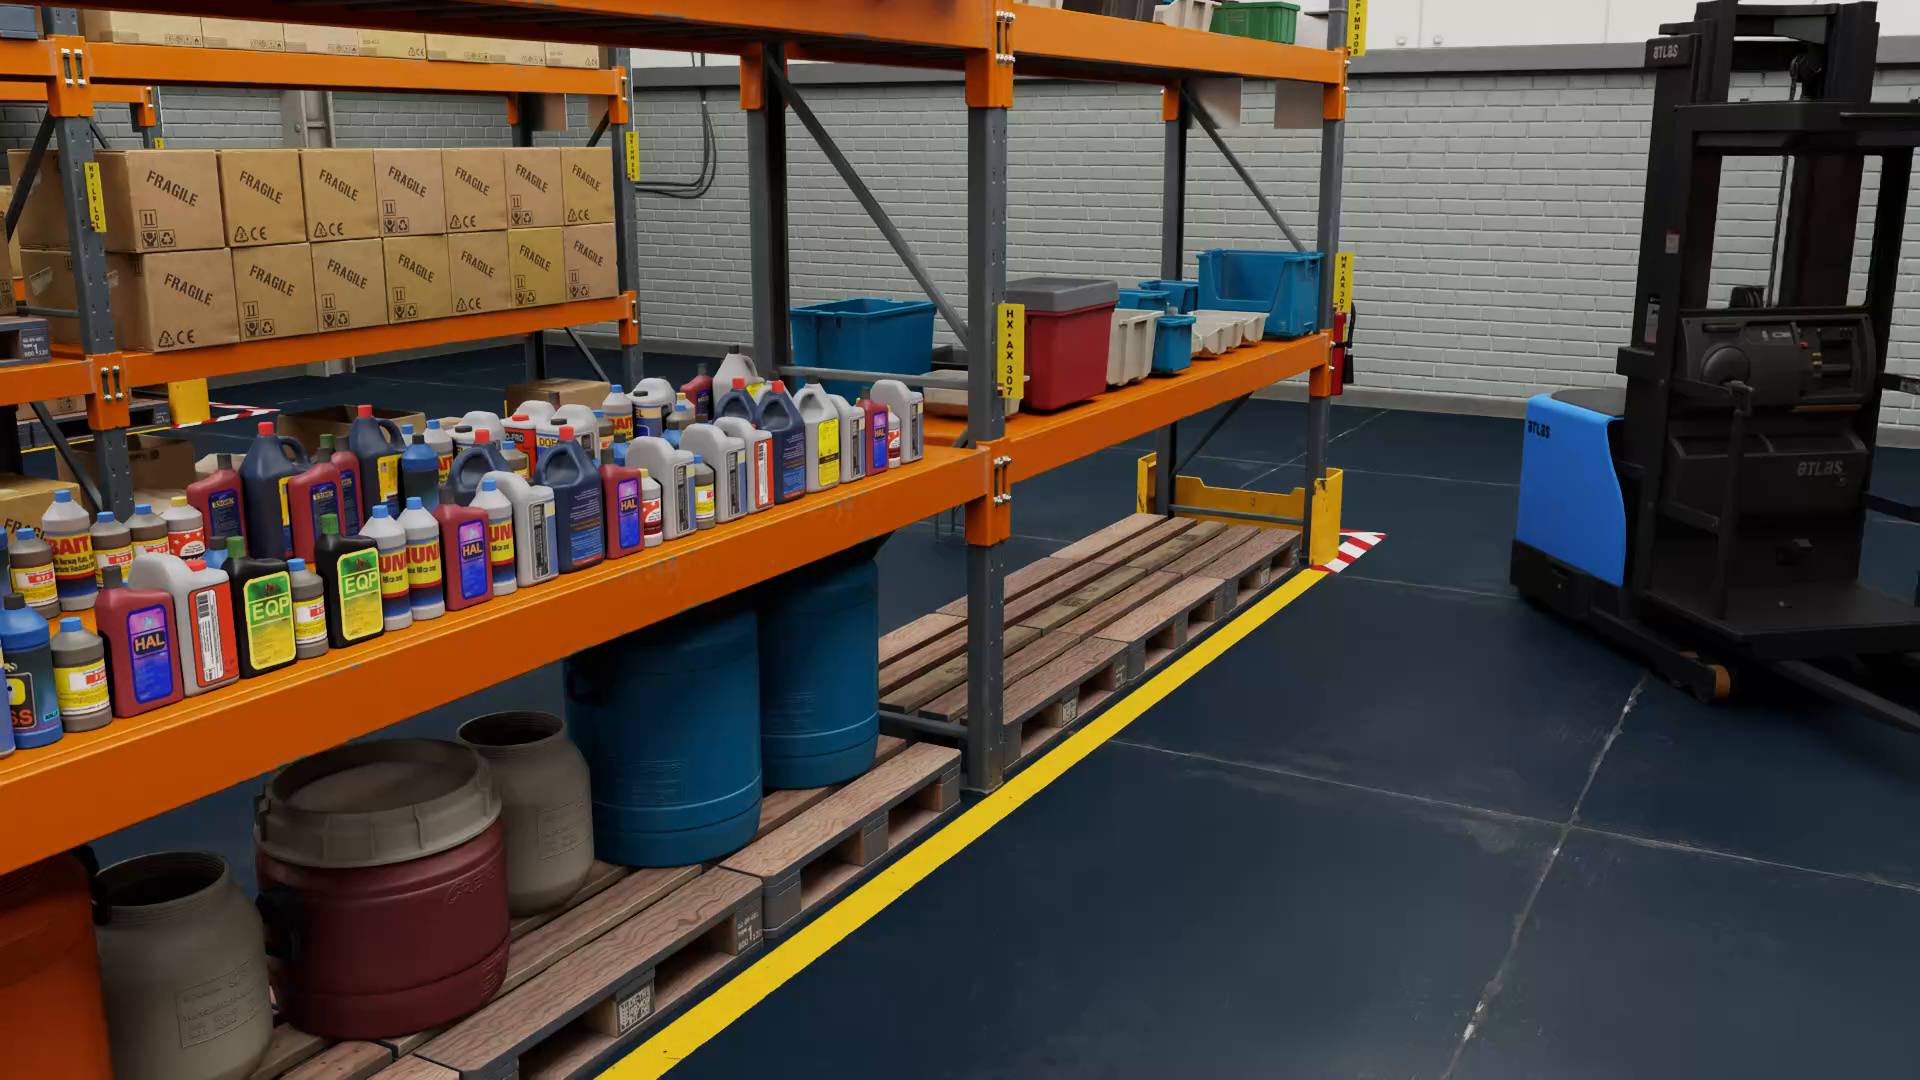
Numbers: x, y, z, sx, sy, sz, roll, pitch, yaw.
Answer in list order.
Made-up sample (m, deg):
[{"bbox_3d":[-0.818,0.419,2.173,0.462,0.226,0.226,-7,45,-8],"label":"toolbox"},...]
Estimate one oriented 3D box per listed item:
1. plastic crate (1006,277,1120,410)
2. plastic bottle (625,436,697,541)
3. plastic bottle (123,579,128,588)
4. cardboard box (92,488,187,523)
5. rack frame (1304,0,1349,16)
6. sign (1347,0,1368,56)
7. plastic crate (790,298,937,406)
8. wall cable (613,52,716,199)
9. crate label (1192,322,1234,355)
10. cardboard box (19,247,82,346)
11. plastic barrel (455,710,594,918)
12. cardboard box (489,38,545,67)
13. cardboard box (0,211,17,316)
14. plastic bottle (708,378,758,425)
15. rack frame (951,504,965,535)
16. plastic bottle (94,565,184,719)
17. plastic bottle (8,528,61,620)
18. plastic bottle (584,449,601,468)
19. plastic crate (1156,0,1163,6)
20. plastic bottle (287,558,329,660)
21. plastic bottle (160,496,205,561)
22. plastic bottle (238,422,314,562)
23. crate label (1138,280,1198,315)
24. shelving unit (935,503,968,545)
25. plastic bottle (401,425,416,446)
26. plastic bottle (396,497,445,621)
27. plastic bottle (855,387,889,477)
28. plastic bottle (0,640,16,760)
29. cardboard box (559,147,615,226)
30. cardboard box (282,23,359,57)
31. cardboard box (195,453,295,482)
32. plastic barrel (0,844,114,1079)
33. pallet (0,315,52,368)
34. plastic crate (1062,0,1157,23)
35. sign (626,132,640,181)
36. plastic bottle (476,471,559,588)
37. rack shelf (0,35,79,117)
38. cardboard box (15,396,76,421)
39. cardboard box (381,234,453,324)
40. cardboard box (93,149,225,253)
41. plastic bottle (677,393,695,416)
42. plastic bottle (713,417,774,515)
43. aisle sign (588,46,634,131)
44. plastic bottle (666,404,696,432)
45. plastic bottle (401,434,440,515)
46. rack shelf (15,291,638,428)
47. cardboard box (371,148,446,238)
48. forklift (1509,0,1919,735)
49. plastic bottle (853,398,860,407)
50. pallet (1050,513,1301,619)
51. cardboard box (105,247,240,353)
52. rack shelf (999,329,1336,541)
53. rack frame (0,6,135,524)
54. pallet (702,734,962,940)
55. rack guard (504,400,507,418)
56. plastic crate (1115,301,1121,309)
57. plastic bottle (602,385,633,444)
[{"bbox_3d":[0.346,-0.797,6.674,0.402,0.464,0.583,7,15,28],"label":"plastic crate"},{"bbox_3d":[-0.811,-0.150,4.522,0.152,0.276,0.135,7,15,28],"label":"plastic bottle"},{"bbox_3d":[-1.642,0.178,3.319,0.097,0.201,0.097,0,14,0],"label":"plastic bottle"},{"bbox_3d":[-4.248,-0.112,8.897,0.500,0.311,0.500,7,15,28],"label":"cardboard box"},{"bbox_3d":[1.628,-4.319,8.748,1.000,3.000,0.127,7,15,28],"label":"rack frame"},{"bbox_3d":[2.118,-2.751,8.867,0.100,0.325,0.005,7,15,28],"label":"sign"},{"bbox_3d":[-0.378,-0.738,6.599,0.392,0.384,0.575,7,15,28],"label":"plastic crate"},{"bbox_3d":[-3.997,-5.052,18.413,3.097,2.526,0.112,7,15,28],"label":"wall cable"},{"bbox_3d":[1.126,-0.998,8.207,0.396,0.136,0.243,7,15,28],"label":"crate label"},{"bbox_3d":[-4.623,-1.324,8.912,0.500,0.500,0.500,8,16,29],"label":"cardboard box"},{"bbox_3d":[-1.277,0.784,4.793,0.421,0.512,0.421,0,14,0],"label":"plastic barrel"},{"bbox_3d":[-2.975,-3.113,10.466,0.500,0.250,0.500,7,15,28],"label":"cardboard box"},{"bbox_3d":[-5.065,-1.325,8.019,0.700,0.500,0.500,2,14,9],"label":"cardboard box"},{"bbox_3d":[-0.679,-0.311,5.027,0.144,0.351,0.185,7,15,28],"label":"plastic bottle"},{"bbox_3d":[0.053,-0.460,10.022,0.240,0.900,0.006,7,15,28],"label":"rack frame"},{"bbox_3d":[-1.548,0.181,3.131,0.061,0.283,0.133,7,15,28],"label":"plastic bottle"},{"bbox_3d":[-2.093,0.075,3.745,0.097,0.201,0.097,0,14,0],"label":"plastic bottle"},{"bbox_3d":[-0.961,-0.101,4.326,0.097,0.271,0.097,0,14,0],"label":"plastic bottle"},{"bbox_3d":[0.649,-2.548,7.936,0.504,0.338,0.767,7,15,28],"label":"plastic crate"},{"bbox_3d":[-1.379,0.140,3.475,0.097,0.201,0.097,0,14,0],"label":"plastic bottle"},{"bbox_3d":[-1.904,-0.005,4.077,0.097,0.201,0.097,0,14,0],"label":"plastic bottle"},{"bbox_3d":[-1.751,-0.131,4.282,0.144,0.351,0.185,7,15,28],"label":"plastic bottle"},{"bbox_3d":[1.221,-1.337,9.408,0.416,0.233,0.303,7,15,28],"label":"crate label"},{"bbox_3d":[0.004,-0.439,9.935,0.258,0.900,0.210,7,15,28],"label":"shelving unit"},{"bbox_3d":[-1.550,-0.189,4.693,0.097,0.271,0.097,0,14,0],"label":"plastic bottle"},{"bbox_3d":[-1.220,0.039,3.746,0.097,0.271,0.097,0,14,0],"label":"plastic bottle"},{"bbox_3d":[-0.285,-0.355,5.355,0.061,0.283,0.133,7,15,28],"label":"plastic bottle"},{"bbox_3d":[-1.747,0.247,2.874,0.152,0.276,0.135,7,15,28],"label":"plastic bottle"},{"bbox_3d":[-2.681,-2.377,11.145,0.500,0.500,0.500,7,15,28],"label":"cardboard box"},{"bbox_3d":[-3.700,-2.805,9.190,0.500,0.250,0.500,7,15,28],"label":"cardboard box"},{"bbox_3d":[-4.250,-0.353,9.898,0.500,0.311,0.500,7,15,28],"label":"cardboard box"},{"bbox_3d":[-2.018,0.987,3.272,0.600,0.830,0.708,7,15,28],"label":"plastic barrel"},{"bbox_3d":[-5.122,-0.899,7.772,1.003,0.211,1.213,7,15,28],"label":"pallet"},{"bbox_3d":[0.535,-2.200,6.639,0.497,0.269,0.590,7,15,28],"label":"plastic crate"},{"bbox_3d":[-2.230,-2.614,11.331,0.100,0.325,0.005,7,15,28],"label":"sign"},{"bbox_3d":[-1.077,-0.038,4.054,0.152,0.276,0.135,7,15,28],"label":"plastic bottle"},{"bbox_3d":[-5.607,-1.842,6.409,1.077,0.370,4.000,7,15,28],"label":"rack shelf"},{"bbox_3d":[-7.537,-1.256,13.282,0.700,0.500,0.500,7,15,28],"label":"cardboard box"},{"bbox_3d":[-3.422,-1.578,9.967,0.500,0.500,0.500,7,15,27],"label":"cardboard box"},{"bbox_3d":[-4.166,-1.743,8.518,0.500,0.500,0.500,8,16,29],"label":"cardboard box"},{"bbox_3d":[-0.961,-0.405,5.738,0.097,0.201,0.097,0,14,0],"label":"plastic bottle"},{"bbox_3d":[-0.634,-0.226,4.834,0.152,0.276,0.135,7,15,28],"label":"plastic bottle"},{"bbox_3d":[-2.405,-3.208,11.391,0.394,0.787,0.004,7,15,28],"label":"aisle sign"},{"bbox_3d":[-0.922,-0.348,5.501,0.097,0.201,0.097,0,14,0],"label":"plastic bottle"},{"bbox_3d":[-1.470,-0.153,4.542,0.097,0.271,0.097,0,14,0],"label":"plastic bottle"},{"bbox_3d":[-3.673,-1.204,10.164,1.077,0.370,4.000,7,15,28],"label":"rack shelf"},{"bbox_3d":[-3.419,-2.061,9.834,0.500,0.500,0.500,8,16,30],"label":"cardboard box"},{"bbox_3d":[3.674,-0.820,7.180,1.130,2.935,3.031,-2,14,-10],"label":"forklift"},{"bbox_3d":[-0.331,-0.378,5.626,0.097,0.201,0.097,0,14,0],"label":"plastic bottle"},{"bbox_3d":[1.196,0.118,9.094,1.003,0.211,1.213,7,15,28],"label":"pallet"},{"bbox_3d":[-4.155,-1.266,8.672,0.500,0.500,0.500,8,16,30],"label":"cardboard box"},{"bbox_3d":[0.661,-0.642,7.833,1.077,0.370,4.000,7,15,28],"label":"rack shelf"},{"bbox_3d":[-4.640,-1.144,8.378,1.000,3.000,0.127,7,15,28],"label":"rack frame"},{"bbox_3d":[-0.715,0.927,5.737,1.003,0.211,1.213,7,15,28],"label":"pallet"},{"bbox_3d":[-2.743,-0.734,12.010,1.175,0.500,0.348,7,15,28],"label":"rack guard"},{"bbox_3d":[0.584,-1.067,8.287,0.416,0.233,0.300,7,15,28],"label":"plastic crate"},{"bbox_3d":[-1.120,-0.372,5.450,0.097,0.271,0.097,0,14,0],"label":"plastic bottle"}]
